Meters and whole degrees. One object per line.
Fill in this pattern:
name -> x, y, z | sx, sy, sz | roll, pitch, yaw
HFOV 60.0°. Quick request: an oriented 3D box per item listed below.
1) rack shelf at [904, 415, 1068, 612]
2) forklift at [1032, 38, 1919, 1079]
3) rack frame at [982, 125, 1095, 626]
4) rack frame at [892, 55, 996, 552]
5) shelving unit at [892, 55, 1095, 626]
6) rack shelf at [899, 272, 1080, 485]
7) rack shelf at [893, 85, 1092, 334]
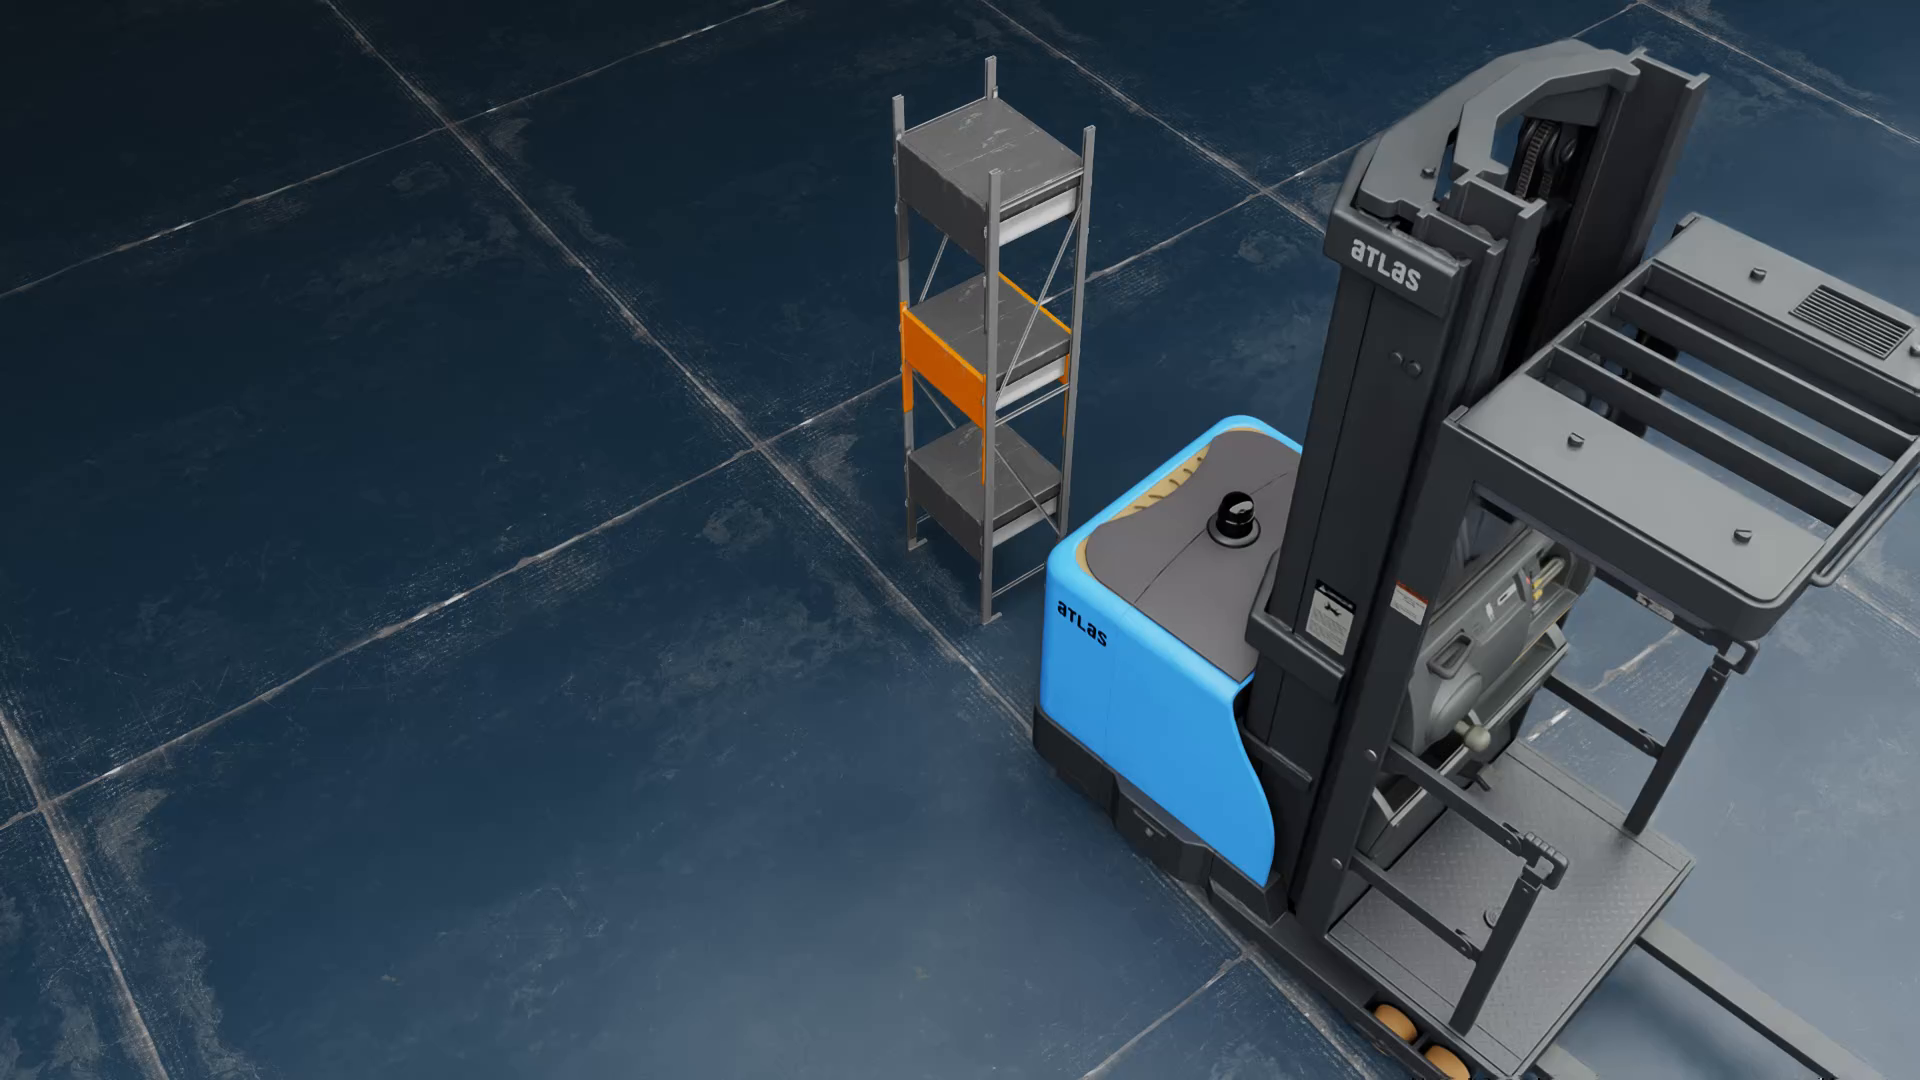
rack shelf -> 0.100, -0.128, 6.411 | 0.431, 0.518, 0.480 | -29, 54, -24
forklift -> 1.652, 0.311, 4.489 | 1.130, 2.935, 3.031 | -36, 57, -28
rack frame -> 0.248, -0.464, 5.752 | 0.400, 2.100, 0.015 | -29, 54, -24
rack frame -> -0.048, -0.752, 6.013 | 0.400, 2.100, 0.015 | -29, 54, -24
shelving unit -> 0.100, -0.608, 5.882 | 0.431, 2.100, 0.503 | -29, 54, -24
rack shelf -> 0.100, -0.598, 5.893 | 0.431, 0.518, 0.480 | -29, 54, -24
rack shelf -> 0.100, -1.069, 5.374 | 0.431, 0.518, 0.480 | -29, 54, -24
